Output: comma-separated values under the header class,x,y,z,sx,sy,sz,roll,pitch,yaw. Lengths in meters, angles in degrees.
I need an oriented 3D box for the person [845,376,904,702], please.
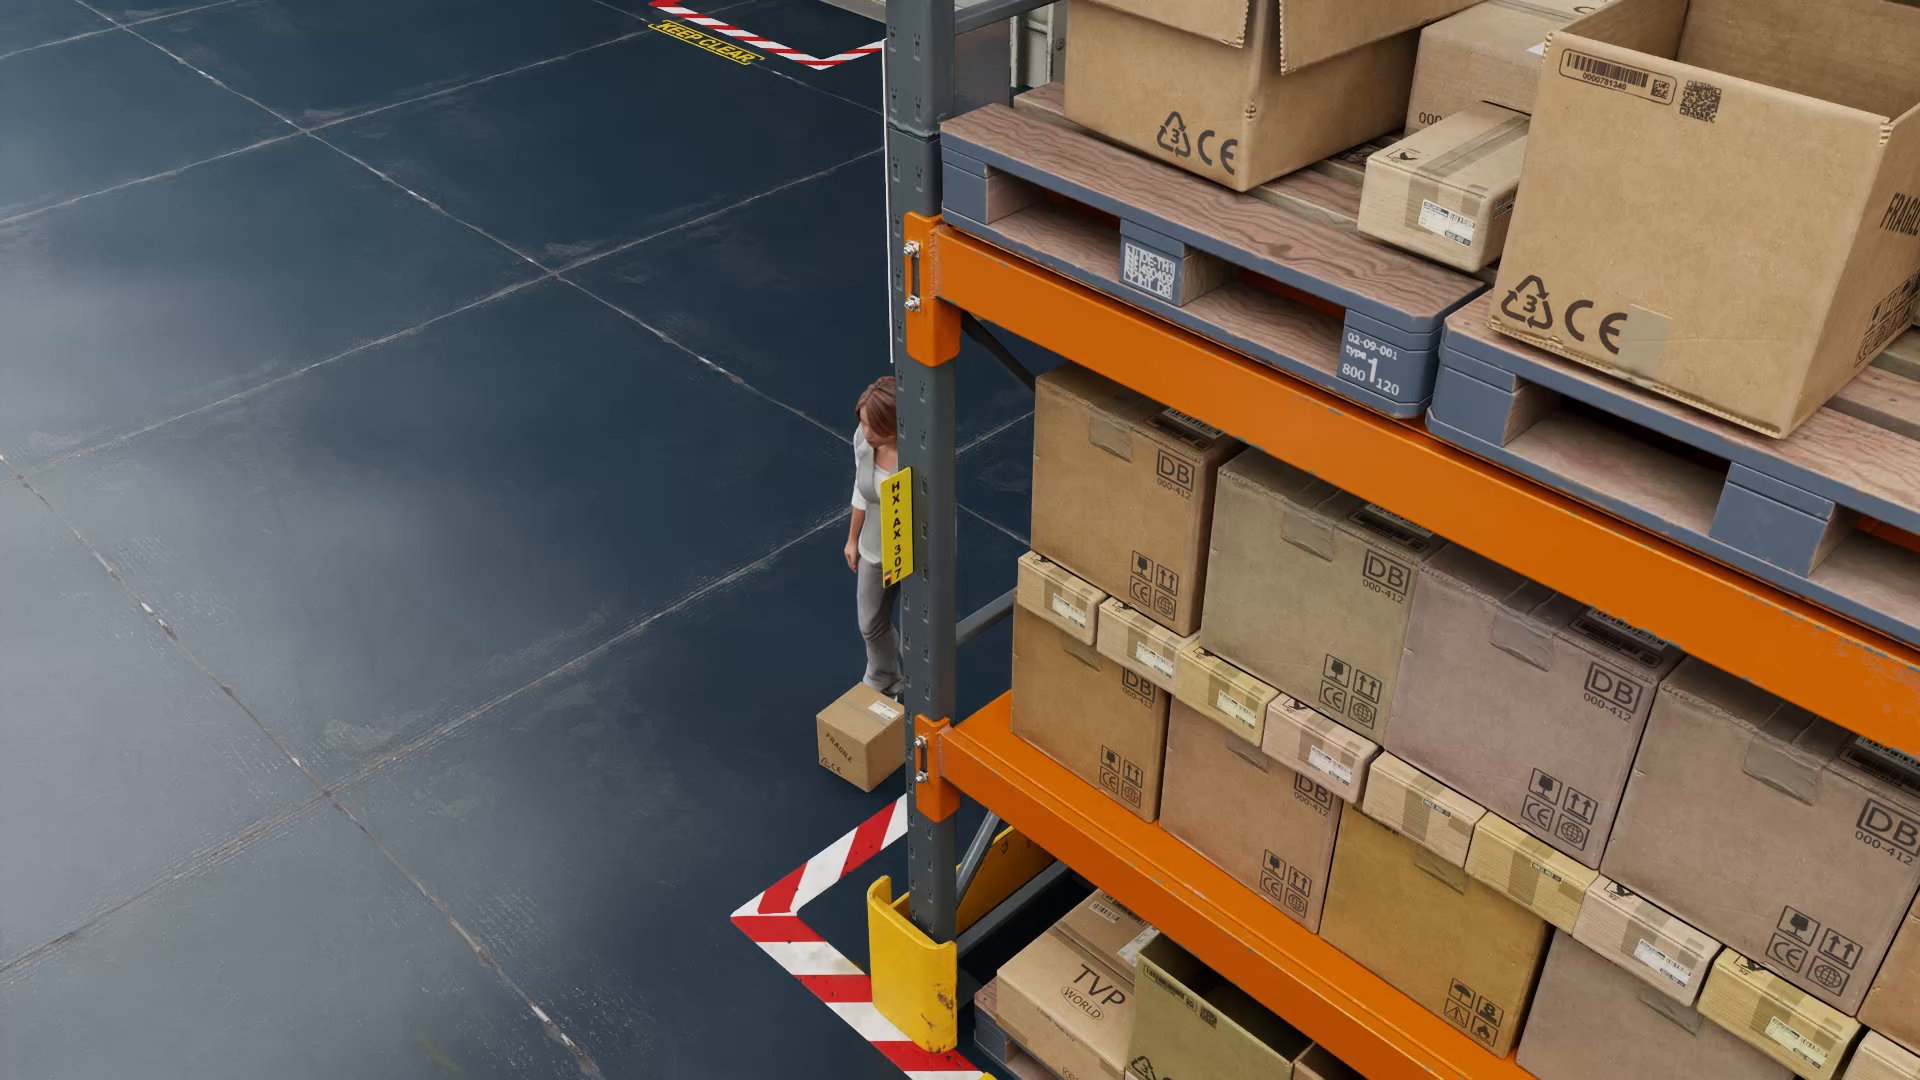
class,x,y,z,sx,sy,sz,roll,pitch,yaw
person,-0.220,0.082,6.042,0.465,1.593,0.345,27,44,32
